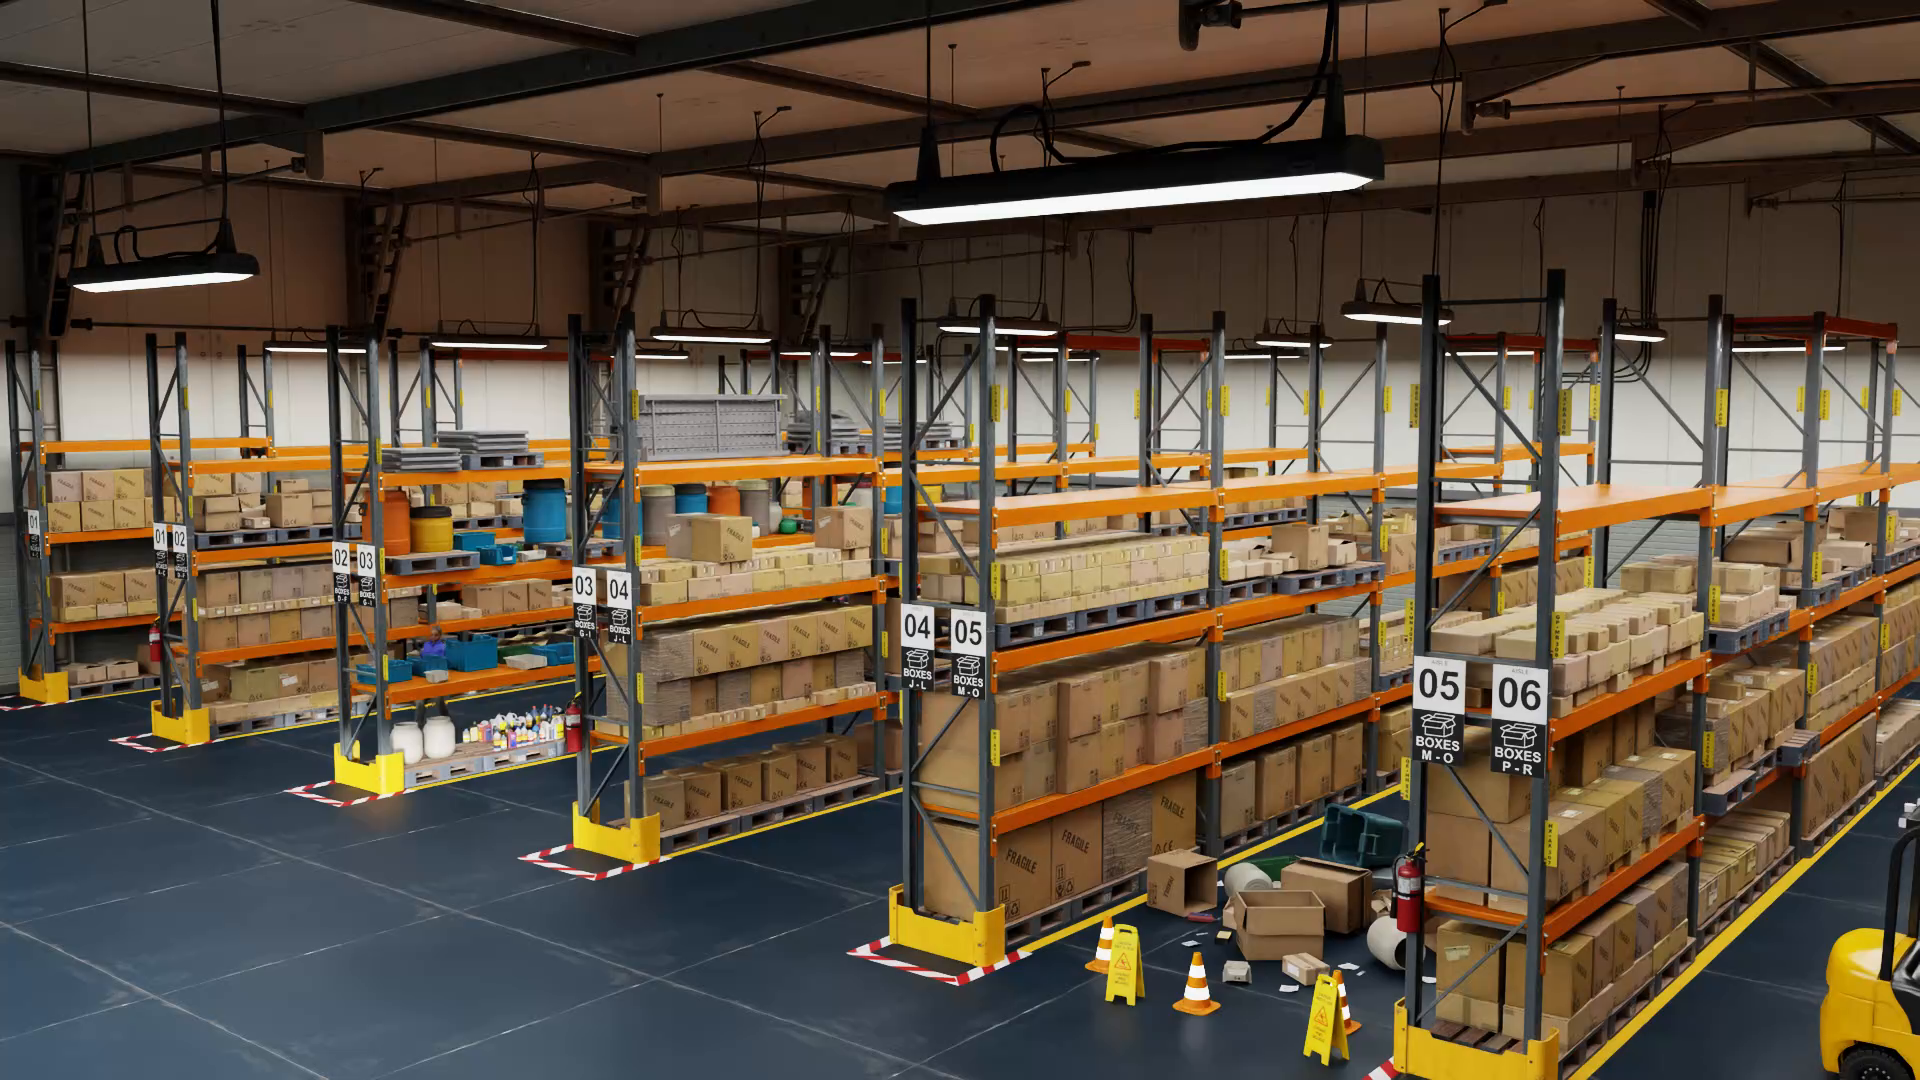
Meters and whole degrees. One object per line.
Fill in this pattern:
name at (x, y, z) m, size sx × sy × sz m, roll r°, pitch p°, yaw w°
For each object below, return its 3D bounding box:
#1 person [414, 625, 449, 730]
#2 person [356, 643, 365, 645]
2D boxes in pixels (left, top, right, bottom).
person at (-7.937, 2.132, 24.898) m, size 0.470 × 1.655 × 0.747 m, roll 1°, pitch 5°, yaw 12°
person at (-10.793, 1.602, 29.732) m, size 0.520 × 1.770 × 0.593 m, roll -4°, pitch 7°, yaw -38°
